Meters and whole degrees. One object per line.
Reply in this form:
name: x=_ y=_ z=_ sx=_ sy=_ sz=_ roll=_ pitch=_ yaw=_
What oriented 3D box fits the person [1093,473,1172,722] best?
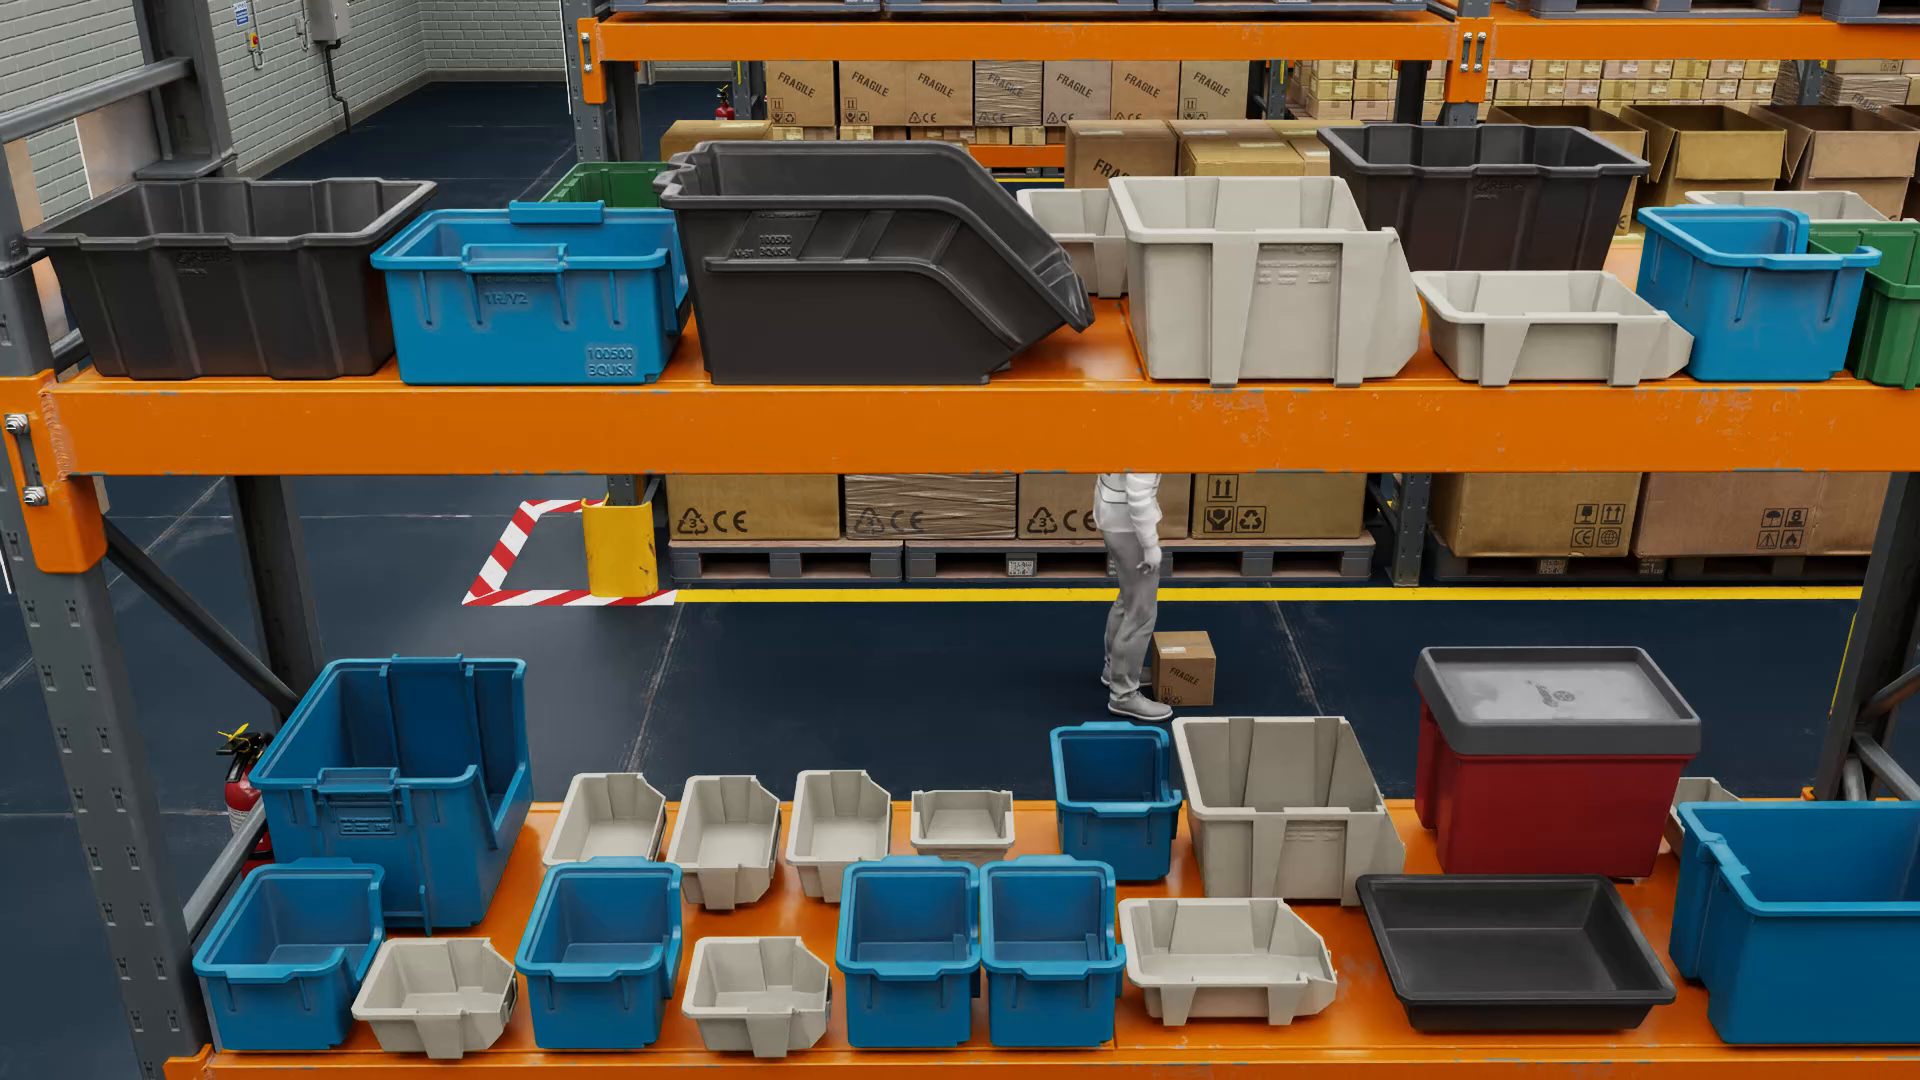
person: x=0.771 y=-0.059 z=7.228 sx=0.377 sy=1.663 sz=0.537 roll=-1 pitch=24 yaw=-2
